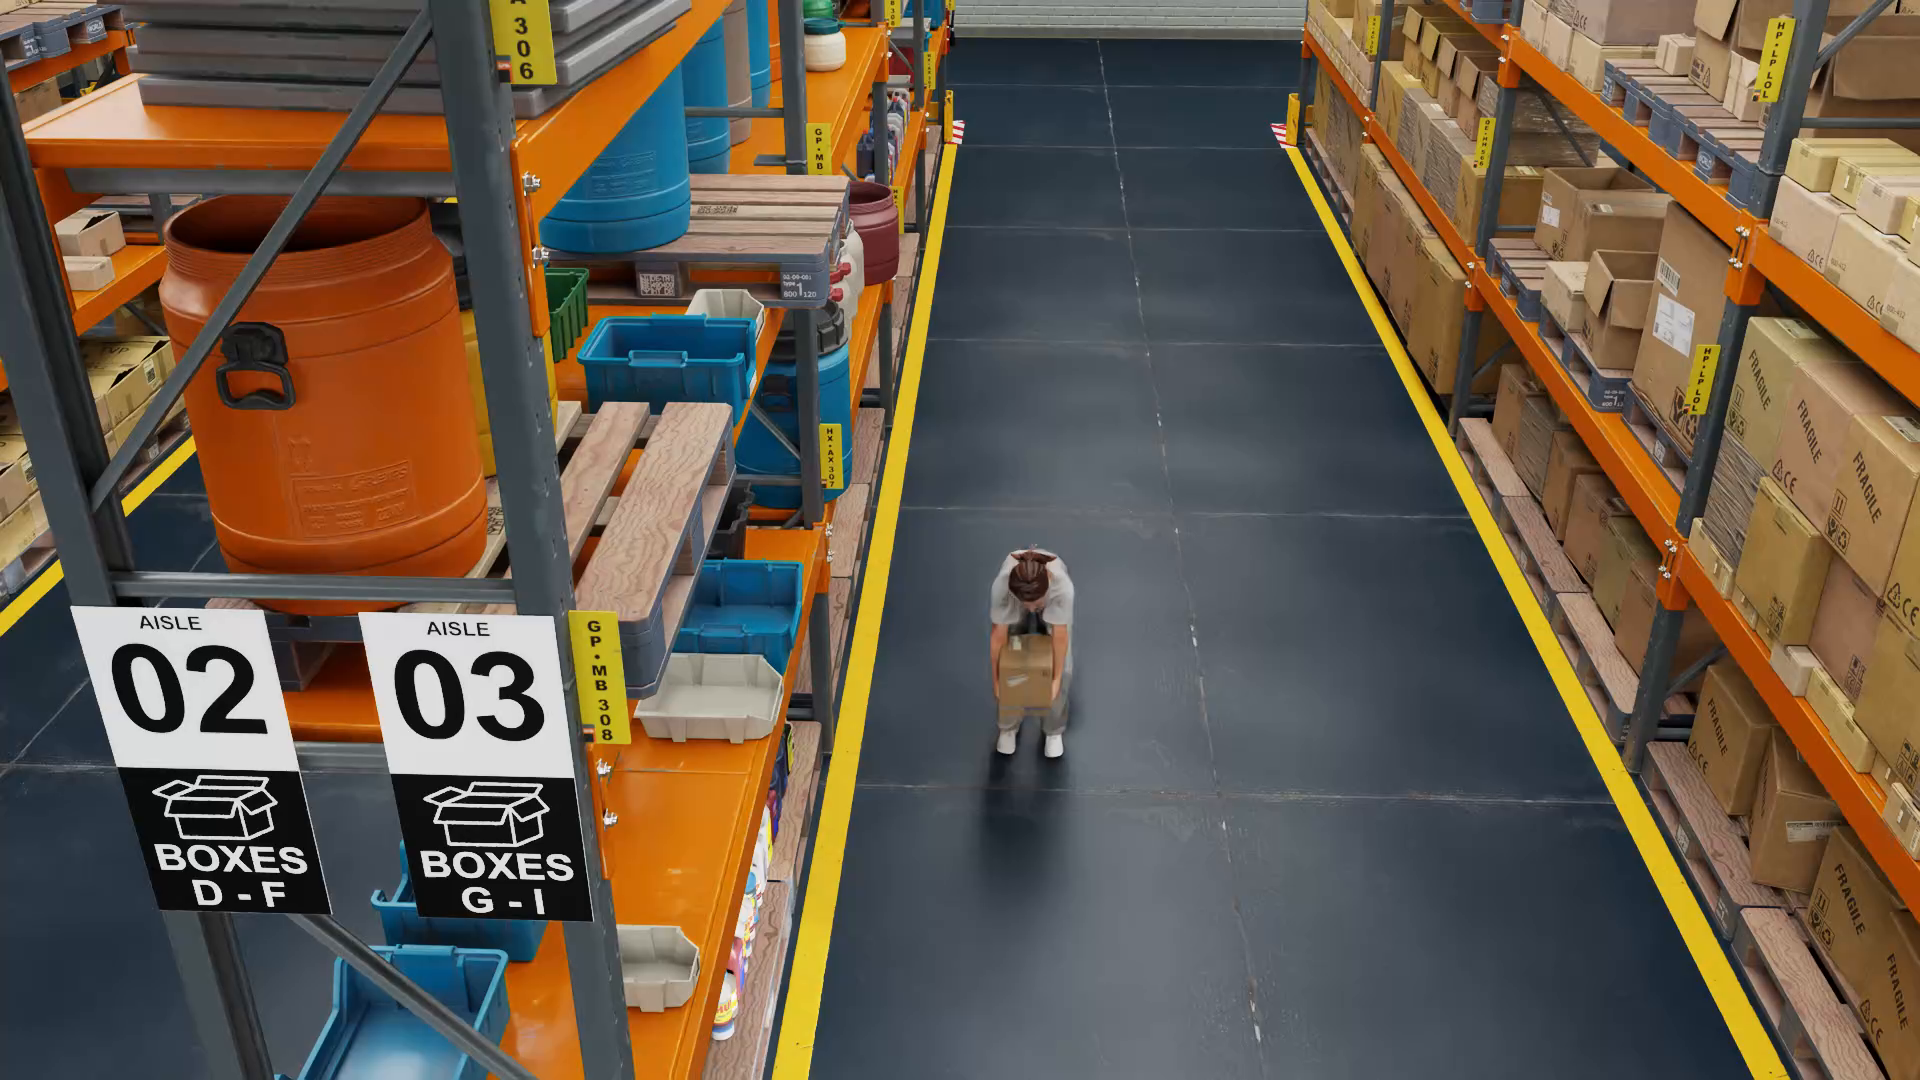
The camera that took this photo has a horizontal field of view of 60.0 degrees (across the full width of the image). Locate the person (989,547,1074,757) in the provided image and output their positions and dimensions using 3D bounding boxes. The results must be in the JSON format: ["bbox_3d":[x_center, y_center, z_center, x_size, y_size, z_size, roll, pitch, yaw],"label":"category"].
[{"bbox_3d":[0.338,0.541,7.996,0.409,1.315,0.812,3,28,5],"label":"person"}]
